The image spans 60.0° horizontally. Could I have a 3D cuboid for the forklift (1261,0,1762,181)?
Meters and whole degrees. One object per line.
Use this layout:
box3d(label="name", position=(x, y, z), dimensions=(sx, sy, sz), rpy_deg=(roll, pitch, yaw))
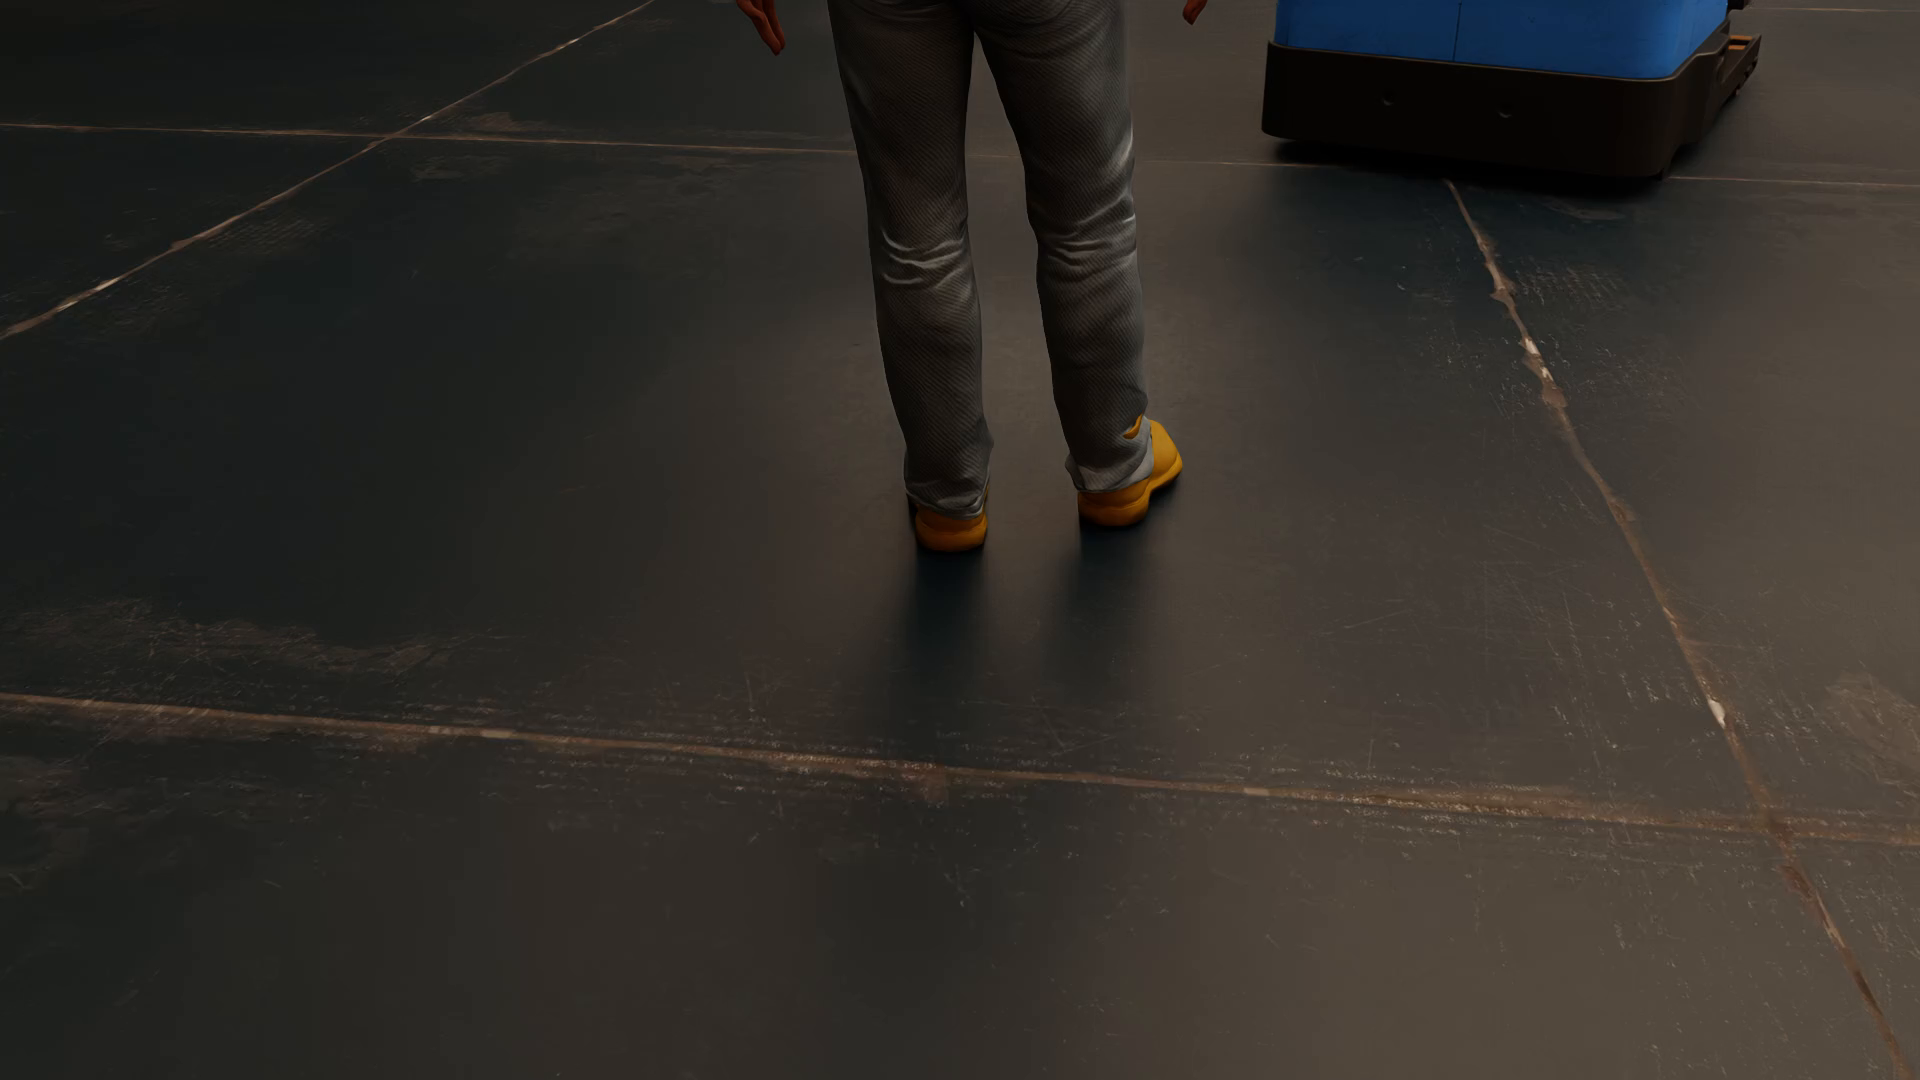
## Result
box3d(label="forklift", position=(2.004, -2.835, 4.899), dimensions=(1.130, 2.935, 3.031), rpy_deg=(14, 30, 26))

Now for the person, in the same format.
box3d(label="person", position=(0.016, -0.827, 2.163), dimensions=(0.665, 1.765, 0.577), rpy_deg=(3, 27, 7))
